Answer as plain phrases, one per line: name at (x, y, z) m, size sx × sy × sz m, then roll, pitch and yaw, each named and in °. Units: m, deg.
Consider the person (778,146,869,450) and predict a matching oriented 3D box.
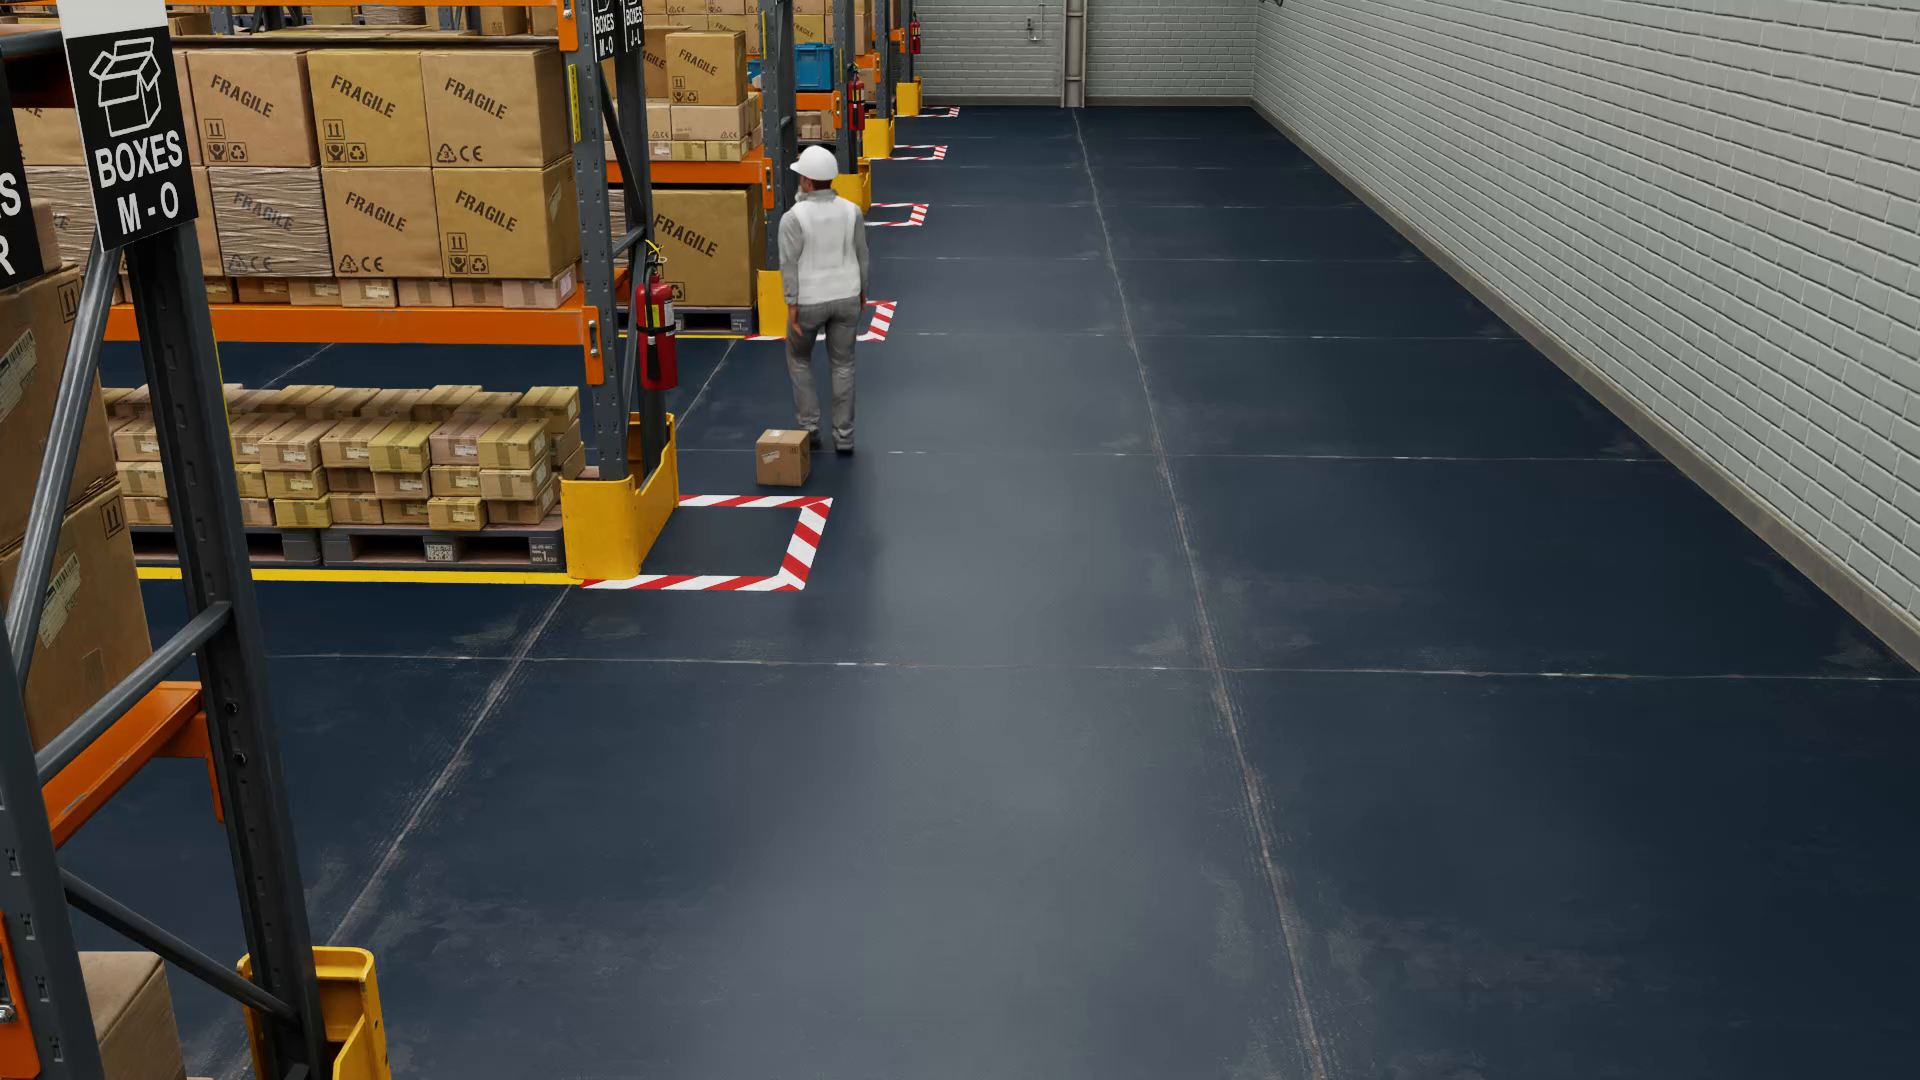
person at (-0.799, -1.381, 9.764) m, size 0.575 × 1.845 × 0.555 m, roll -7°, pitch 22°, yaw -18°
